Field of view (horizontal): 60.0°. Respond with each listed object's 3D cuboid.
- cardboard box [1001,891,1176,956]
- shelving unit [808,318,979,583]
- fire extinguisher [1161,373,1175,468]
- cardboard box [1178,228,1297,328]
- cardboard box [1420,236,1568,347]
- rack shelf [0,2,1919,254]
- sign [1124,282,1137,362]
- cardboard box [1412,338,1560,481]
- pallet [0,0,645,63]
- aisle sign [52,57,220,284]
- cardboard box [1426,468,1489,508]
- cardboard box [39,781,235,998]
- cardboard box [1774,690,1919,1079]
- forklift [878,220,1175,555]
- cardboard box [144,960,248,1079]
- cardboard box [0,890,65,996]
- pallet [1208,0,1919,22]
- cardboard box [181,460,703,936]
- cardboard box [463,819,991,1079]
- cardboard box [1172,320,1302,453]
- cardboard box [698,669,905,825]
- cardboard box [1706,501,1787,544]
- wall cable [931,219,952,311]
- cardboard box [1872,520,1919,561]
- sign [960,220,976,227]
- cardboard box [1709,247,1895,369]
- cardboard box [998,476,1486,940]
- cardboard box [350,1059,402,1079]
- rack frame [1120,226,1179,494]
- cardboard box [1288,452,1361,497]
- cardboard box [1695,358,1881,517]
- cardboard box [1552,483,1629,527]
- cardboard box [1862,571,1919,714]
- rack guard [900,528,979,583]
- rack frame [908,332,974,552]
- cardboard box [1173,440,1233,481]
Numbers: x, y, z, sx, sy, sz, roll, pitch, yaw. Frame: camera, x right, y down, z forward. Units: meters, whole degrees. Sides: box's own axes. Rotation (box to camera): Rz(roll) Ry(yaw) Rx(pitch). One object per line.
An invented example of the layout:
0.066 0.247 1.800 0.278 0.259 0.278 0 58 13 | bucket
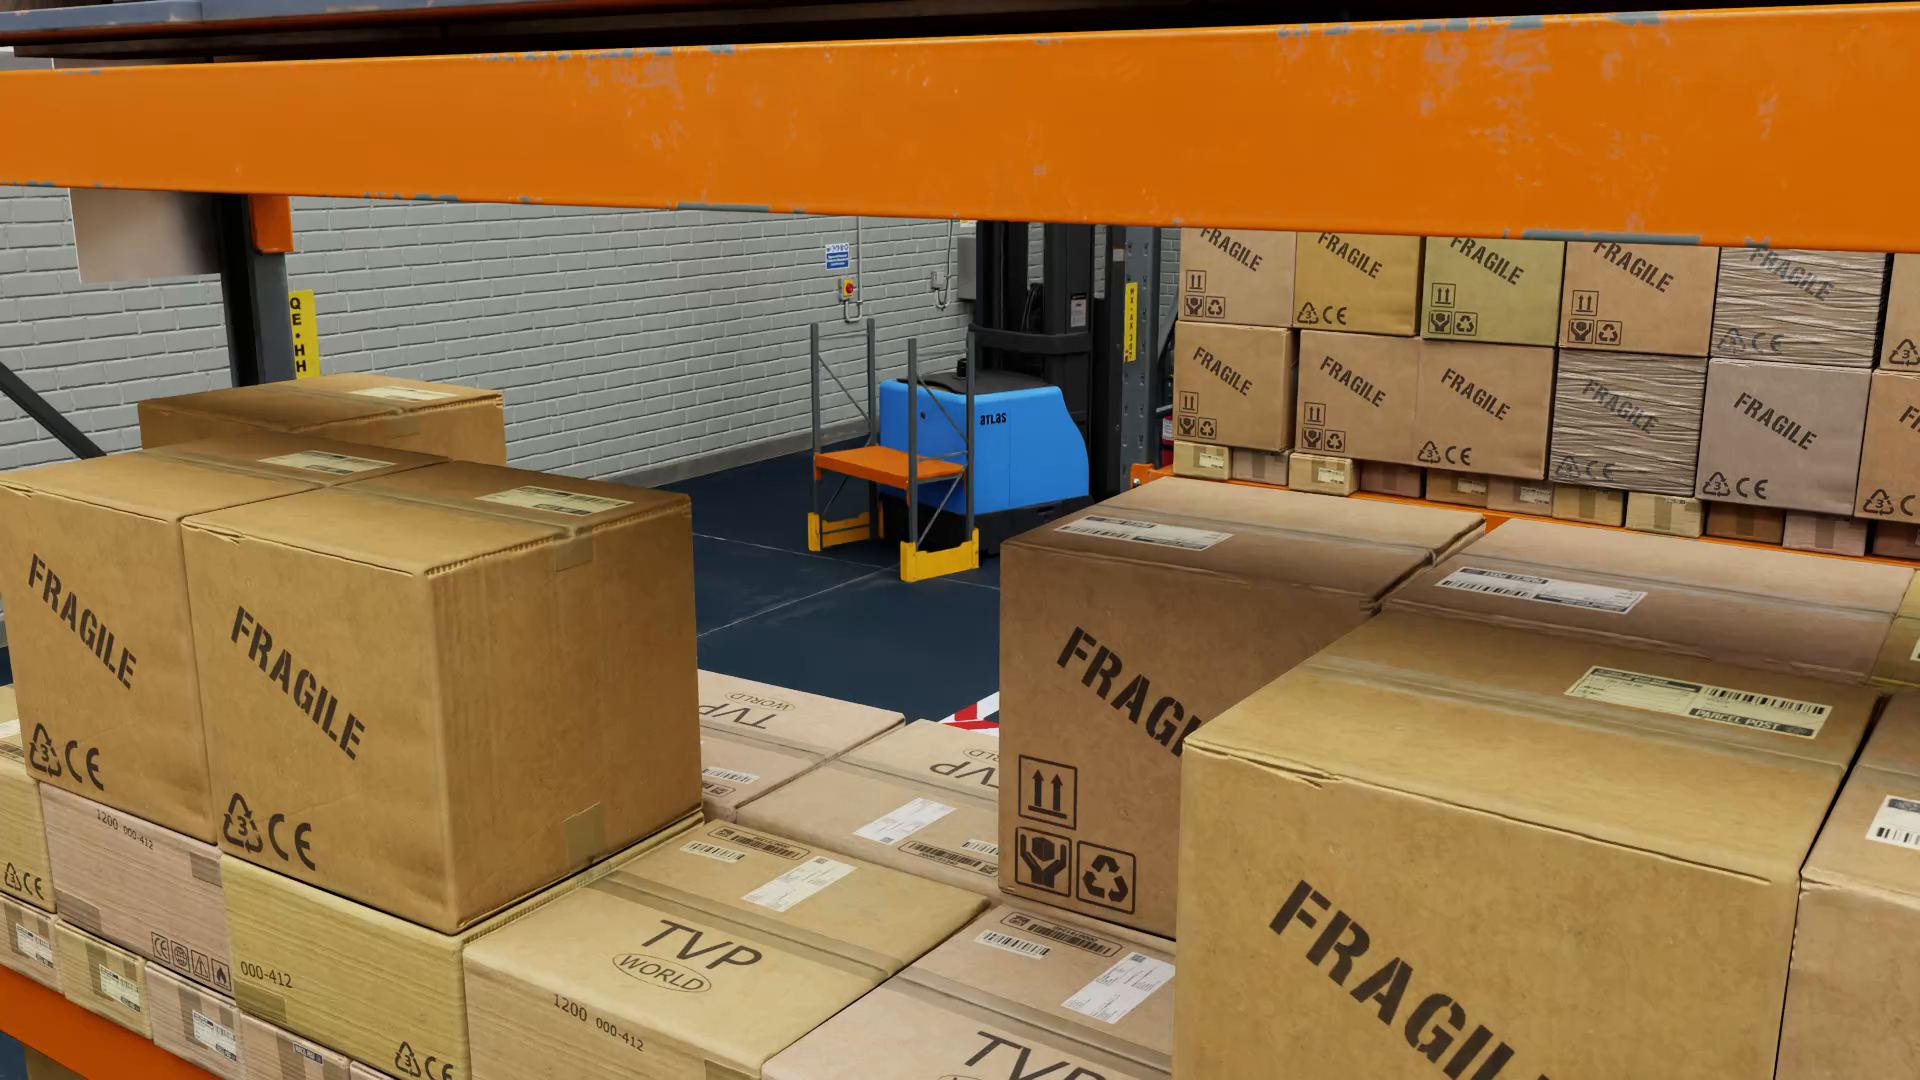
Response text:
0.400 0.589 2.395 0.500 0.250 0.500 10 17 34 | cardboard box
-0.445 -0.608 10.658 0.587 1.500 1.083 -11 18 -39 | shelving unit
1.068 -0.507 8.067 0.183 0.674 0.296 9 17 33 | fire extinguisher
1.244 -1.165 6.880 0.500 0.500 0.500 9 17 32 | cardboard box
2.085 -1.025 6.312 0.500 0.500 0.500 9 16 32 | cardboard box
-0.173 -0.463 2.207 4.000 0.370 1.077 9 17 33 | rack shelf
0.717 -0.912 6.964 0.005 0.325 0.100 9 17 33 | sign
2.096 -0.543 6.447 0.500 0.500 0.500 9 17 34 | cardboard box
-1.211 -0.940 2.822 1.213 0.211 1.003 9 17 33 | pallet
-1.725 -0.956 3.533 0.004 0.787 0.394 9 17 33 | aisle sign
2.036 -0.248 6.606 0.250 0.149 0.380 9 17 32 | cardboard box
-1.150 0.490 2.793 0.500 0.250 0.500 9 16 32 | cardboard box
0.956 0.468 1.324 0.500 0.500 0.500 10 17 34 | cardboard box
0.916 -1.589 11.642 3.031 2.935 1.130 -11 17 -36 | forklift
-1.079 0.714 2.720 0.250 0.149 0.380 9 16 32 | cardboard box
-1.508 0.645 2.999 0.250 0.149 0.380 9 16 32 | cardboard box
0.814 -0.613 1.500 1.213 0.211 1.003 9 17 33 | pallet
-0.737 0.193 2.433 0.500 0.500 0.500 9 16 31 | cardboard box
-0.299 0.627 2.240 0.500 0.250 0.500 9 16 32 | cardboard box
1.238 -0.678 6.992 0.500 0.500 0.500 10 17 35 | cardboard box
-0.439 0.452 2.948 0.500 0.250 0.500 9 16 31 | cardboard box
2.884 -0.109 6.043 0.250 0.149 0.380 9 16 32 | cardboard box
-0.212 -3.130 15.610 0.122 1.984 0.588 9 17 33 | wall cable
3.332 -0.042 5.774 0.250 0.149 0.380 9 16 31 | cardboard box
0.097 -3.169 16.164 0.001 0.242 0.339 9 17 33 | sign
2.949 -0.891 5.772 0.500 0.500 0.500 10 17 34 | cardboard box
0.393 0.224 2.307 0.500 0.500 0.500 9 16 31 | cardboard box
-0.654 0.783 2.442 0.250 0.149 0.380 9 16 32 | cardboard box
1.019 -0.600 7.505 0.127 3.000 1.000 9 17 33 | rack frame
1.533 -0.297 6.802 0.250 0.149 0.380 9 16 31 | cardboard box
2.937 -0.402 5.878 0.500 0.500 0.500 9 17 33 | cardboard box
2.428 -0.170 6.292 0.250 0.149 0.380 10 17 35 | cardboard box
1.232 0.361 1.755 0.500 0.500 0.500 9 17 33 | cardboard box
-0.125 0.090 10.438 0.587 0.250 0.087 -11 18 -39 | rack guard
-0.113 -0.513 10.273 0.500 1.500 0.032 -11 18 -39 | rack frame
1.105 -0.369 7.096 0.250 0.149 0.380 9 17 32 | cardboard box
